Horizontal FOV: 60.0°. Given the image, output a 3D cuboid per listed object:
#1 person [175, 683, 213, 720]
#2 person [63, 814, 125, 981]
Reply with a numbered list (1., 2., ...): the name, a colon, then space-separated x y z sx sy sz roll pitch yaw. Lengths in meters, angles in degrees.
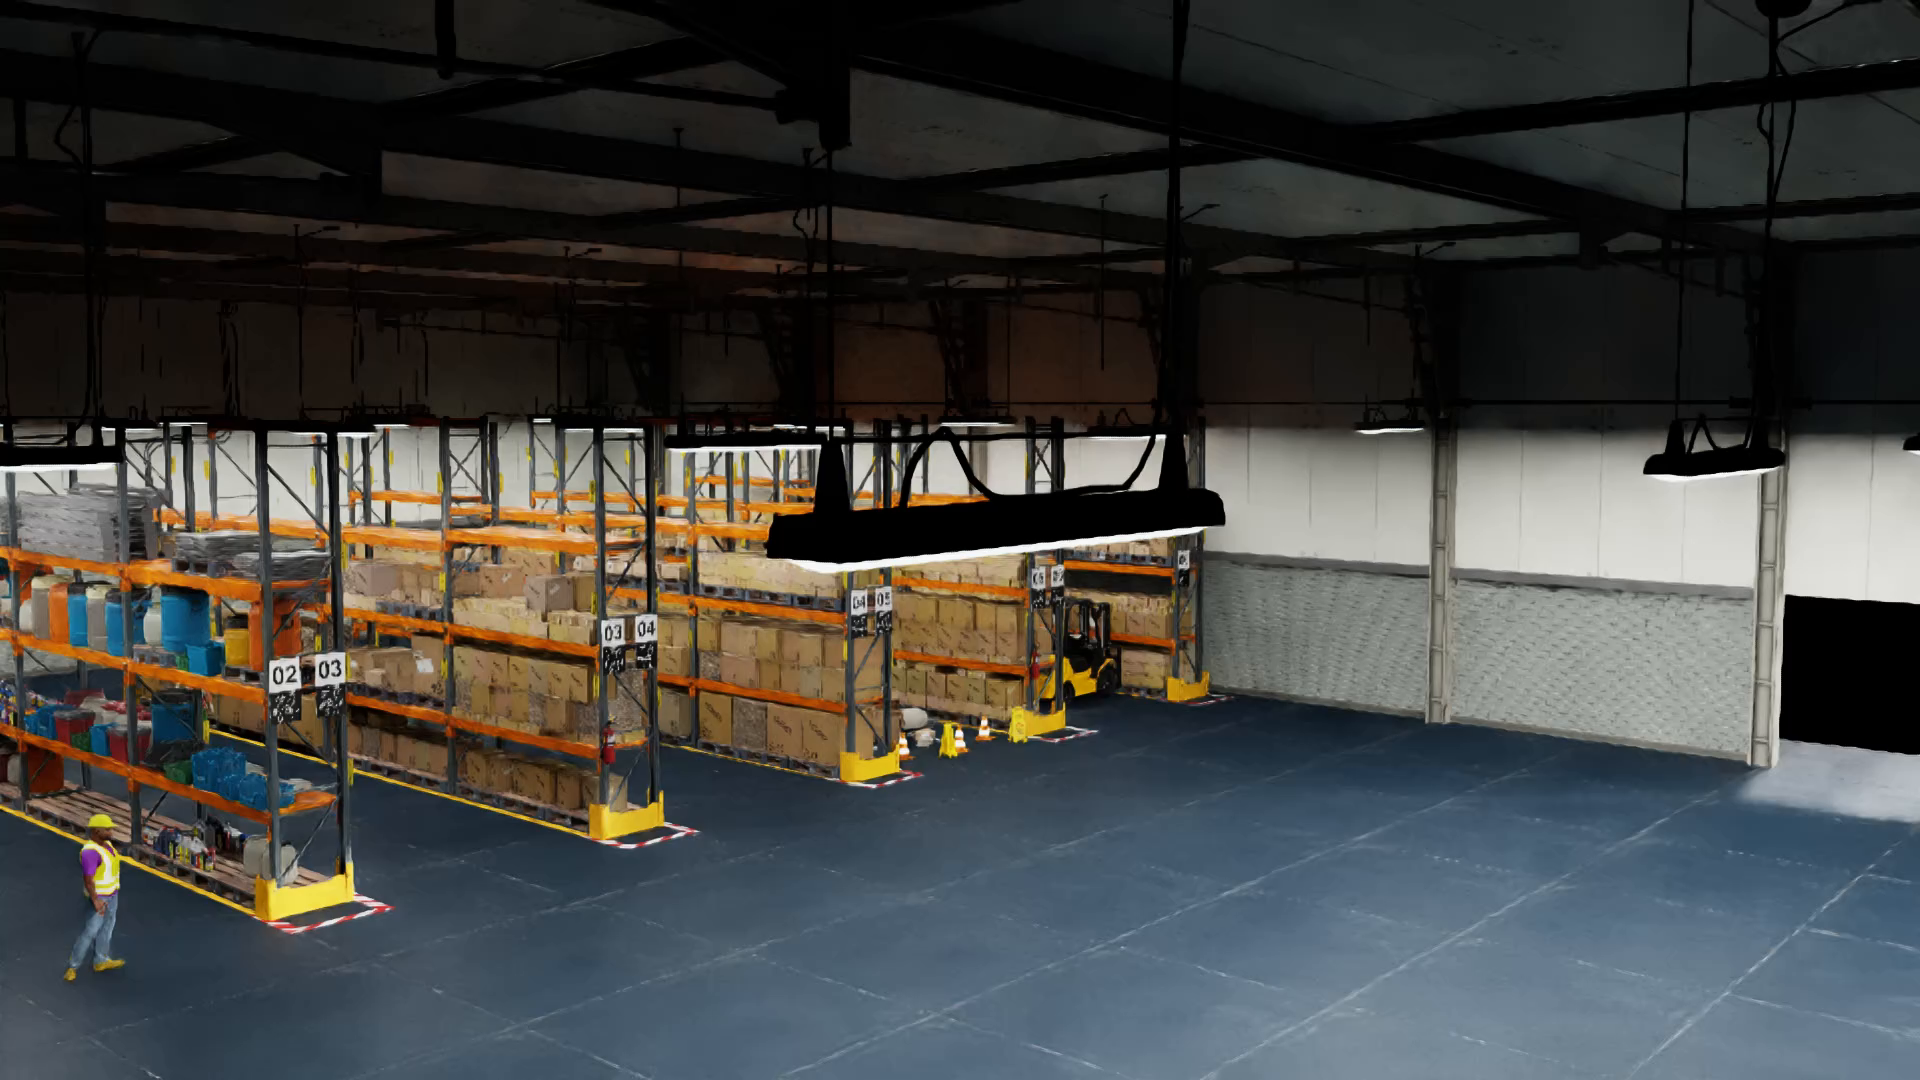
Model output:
1. person: -13.618 3.014 29.574 0.550 1.742 0.677 4 6 40
2. person: -9.598 3.929 18.364 0.497 1.760 0.737 0 5 -4
